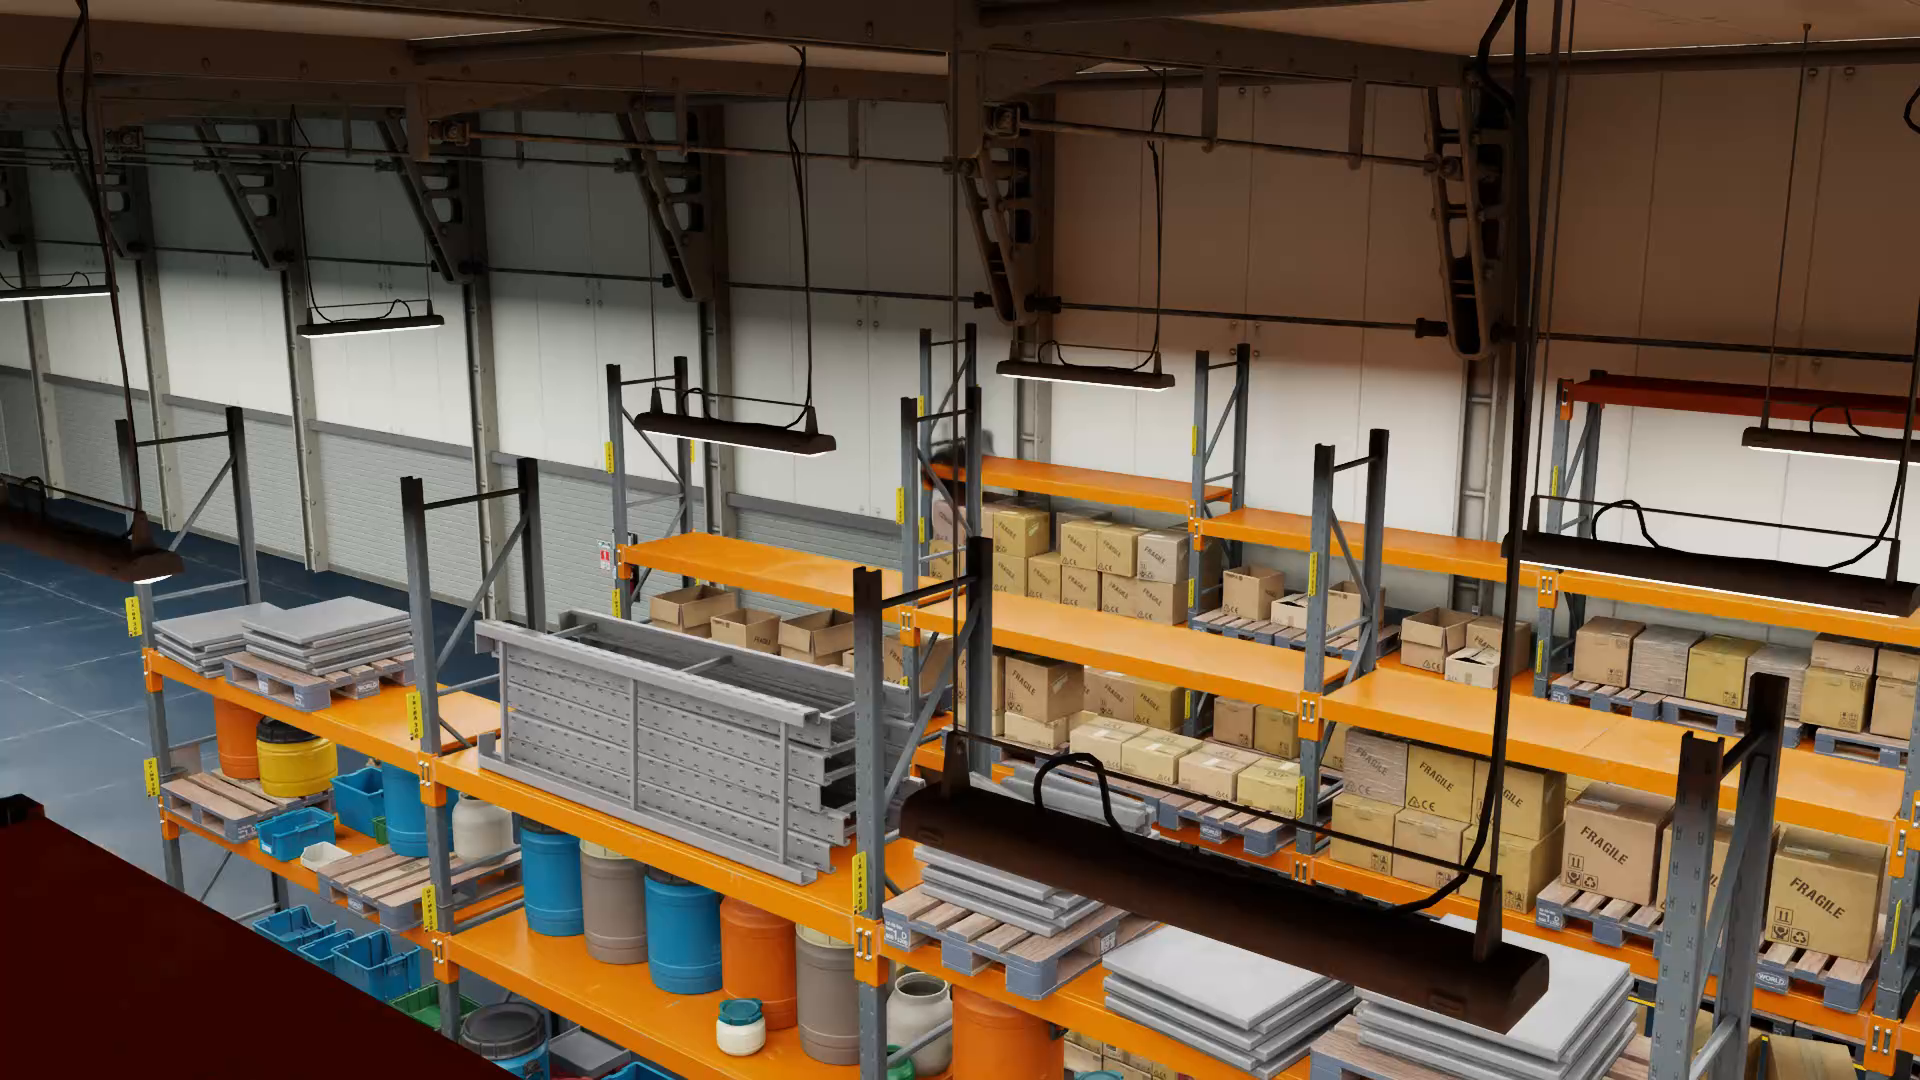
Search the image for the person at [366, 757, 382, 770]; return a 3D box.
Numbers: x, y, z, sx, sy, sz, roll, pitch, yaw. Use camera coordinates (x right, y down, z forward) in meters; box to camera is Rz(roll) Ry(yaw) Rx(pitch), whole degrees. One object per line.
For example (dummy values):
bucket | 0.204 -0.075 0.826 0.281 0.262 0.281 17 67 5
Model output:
person | -6.462 3.187 18.503 0.687 1.681 0.583 -6 14 -25
